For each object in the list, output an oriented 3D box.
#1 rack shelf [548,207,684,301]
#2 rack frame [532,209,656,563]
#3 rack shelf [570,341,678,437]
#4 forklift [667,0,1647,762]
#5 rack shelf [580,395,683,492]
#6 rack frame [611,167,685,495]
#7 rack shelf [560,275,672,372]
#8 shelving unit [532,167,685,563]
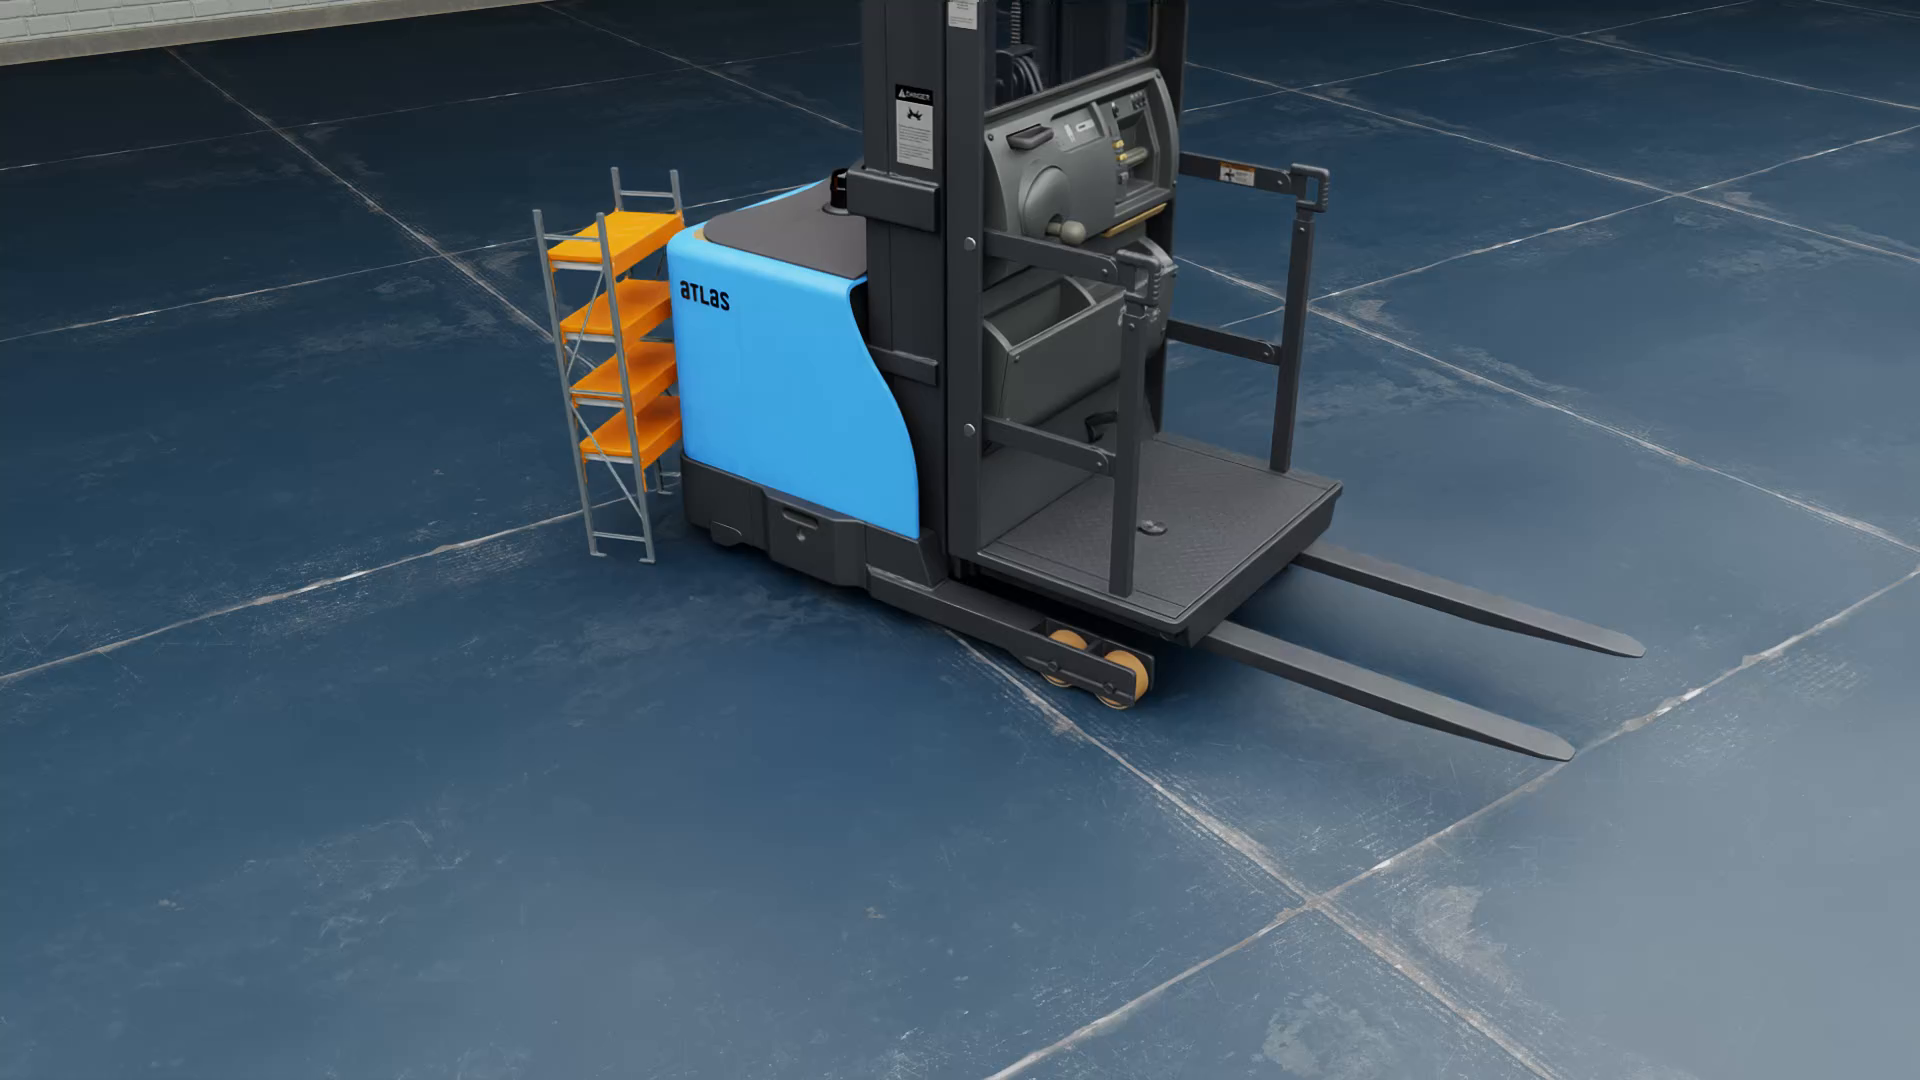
[{"bbox_3d":[-1.108,-0.927,5.365,0.258,0.148,0.480,6,29,17],"label":"rack shelf"},{"bbox_3d":[-1.167,-0.469,5.343,0.240,1.200,0.015,6,29,17],"label":"rack frame"},{"bbox_3d":[-1.087,-0.520,5.578,0.258,0.148,0.480,6,29,17],"label":"rack shelf"},{"bbox_3d":[0.534,-1.084,4.675,3.031,2.935,1.130,19,34,31],"label":"forklift"},{"bbox_3d":[-1.078,-0.344,5.670,0.258,0.148,0.480,6,29,17],"label":"rack shelf"},{"bbox_3d":[-1.013,-0.690,5.750,0.240,1.200,0.015,6,29,17],"label":"rack frame"},{"bbox_3d":[-1.097,-0.718,5.474,0.258,0.148,0.480,6,29,17],"label":"rack shelf"},{"bbox_3d":[-1.090,-0.580,5.547,0.258,1.200,0.503,6,29,17],"label":"shelving unit"}]
